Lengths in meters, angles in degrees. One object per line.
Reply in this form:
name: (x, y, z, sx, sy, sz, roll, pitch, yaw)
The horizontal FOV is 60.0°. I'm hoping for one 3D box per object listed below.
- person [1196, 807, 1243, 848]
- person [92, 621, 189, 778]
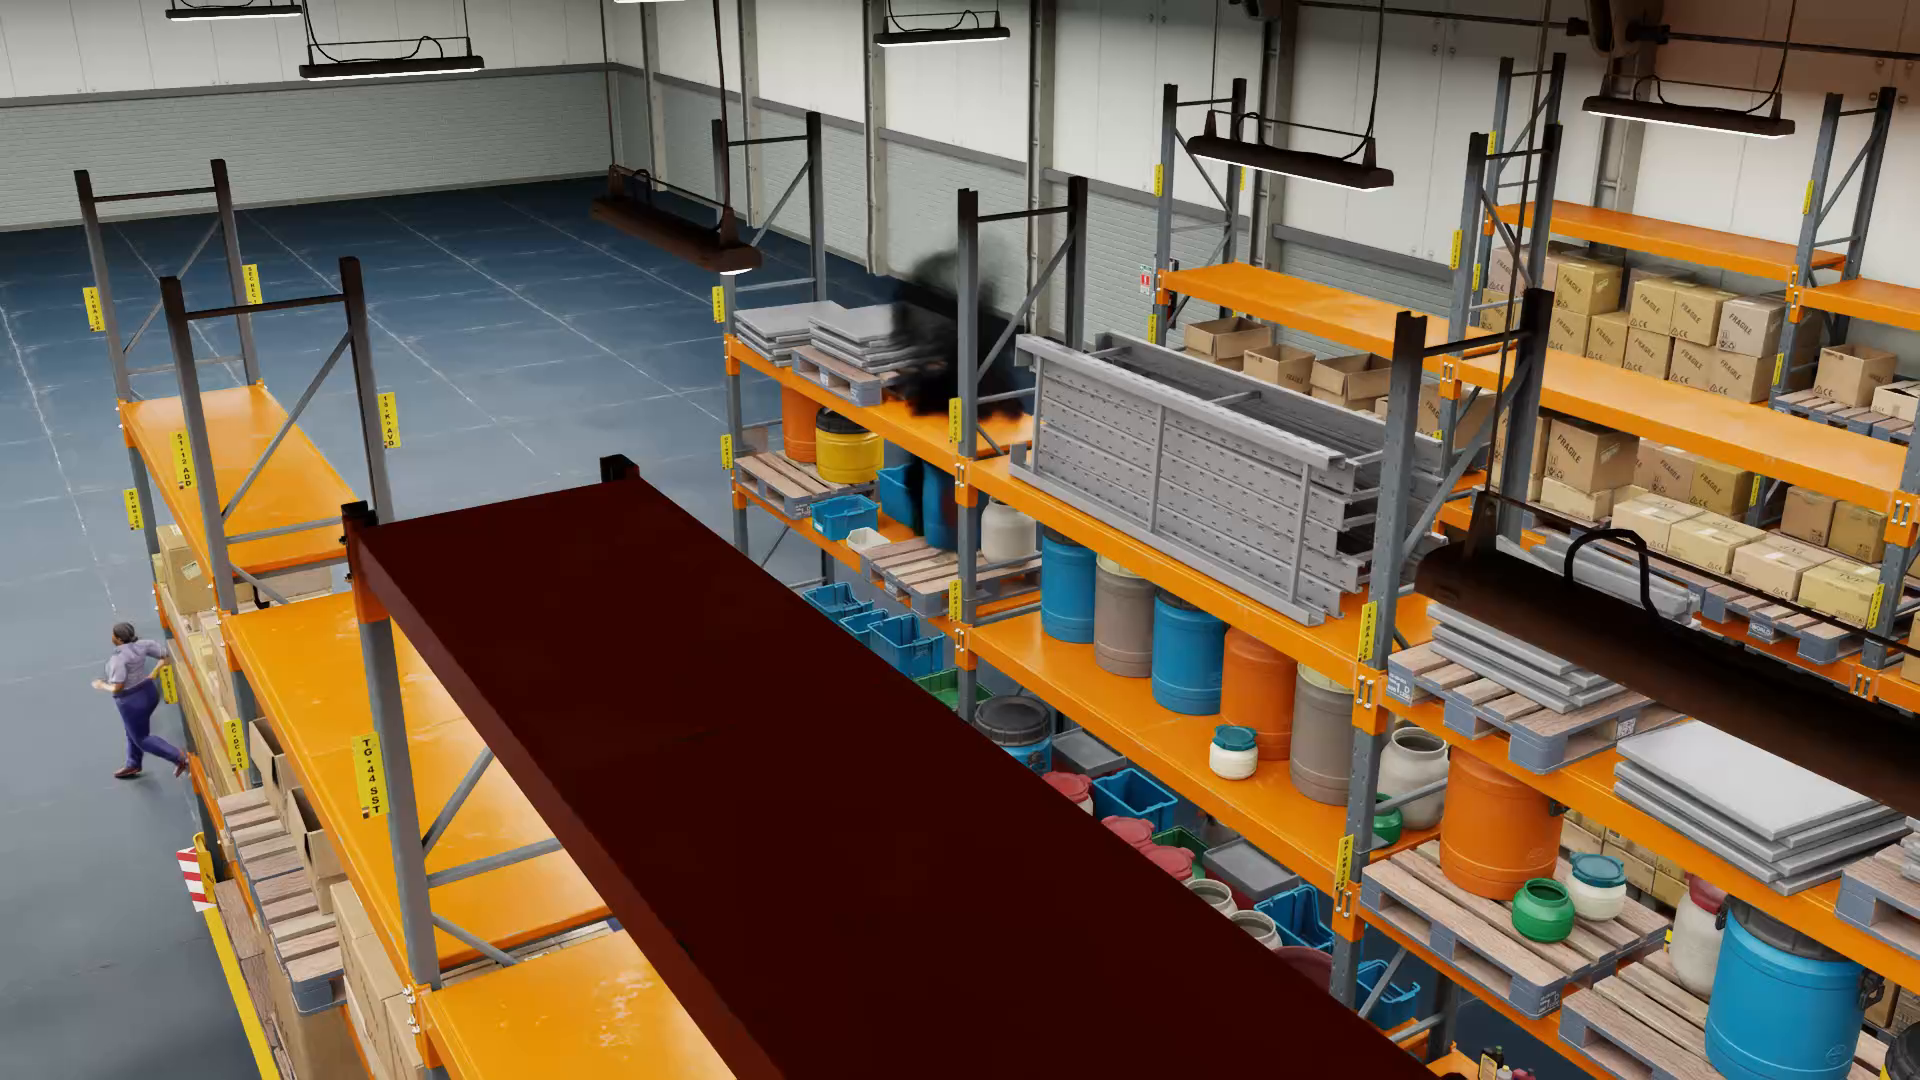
person: (2.246, 2.291, 13.543, 0.593, 1.619, 0.586, -18, 28, -37)
person: (-7.604, 1.520, 15.426, 0.921, 1.648, 0.607, 3, 22, 7)
